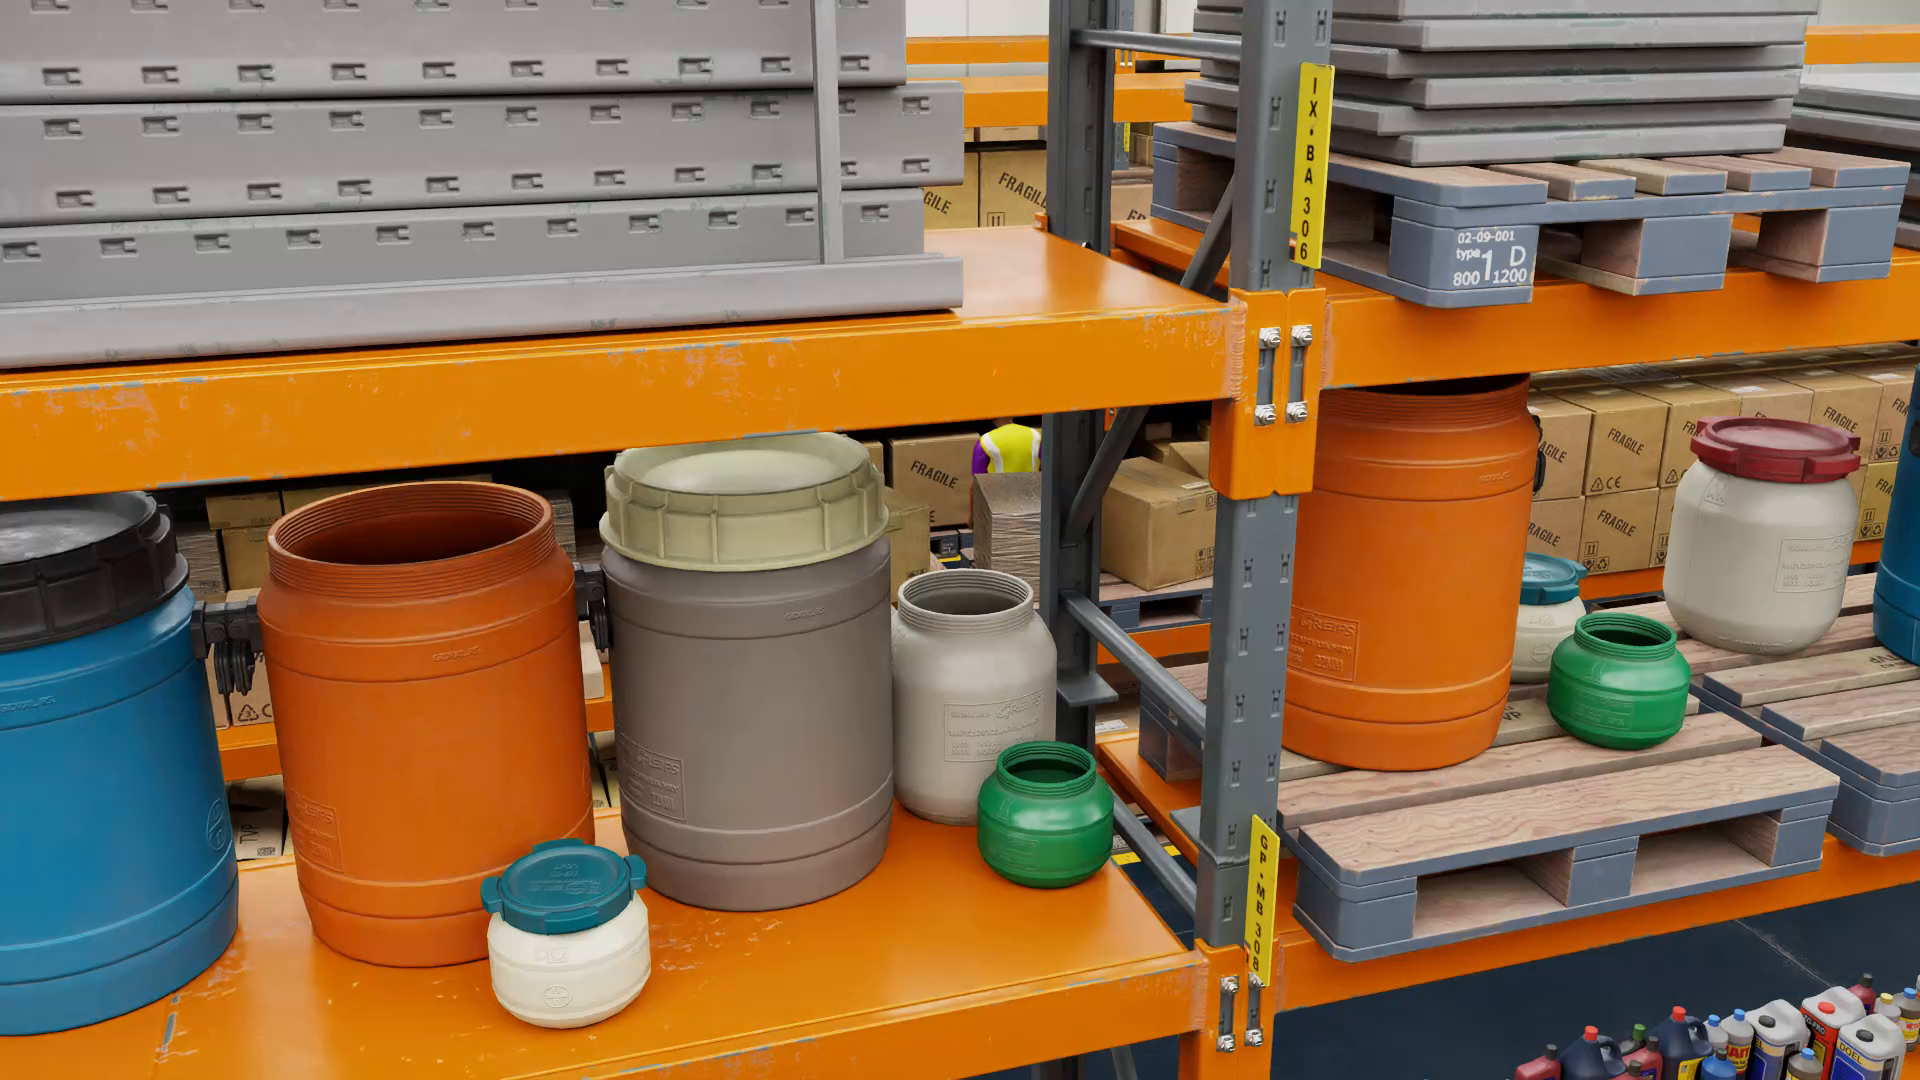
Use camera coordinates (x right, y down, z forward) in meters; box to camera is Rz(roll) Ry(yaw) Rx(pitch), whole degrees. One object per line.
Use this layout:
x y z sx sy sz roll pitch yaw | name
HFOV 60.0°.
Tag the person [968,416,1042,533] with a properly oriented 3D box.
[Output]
0.348 -0.233 12.213 0.629 1.759 0.460 -7 20 -20 | person
